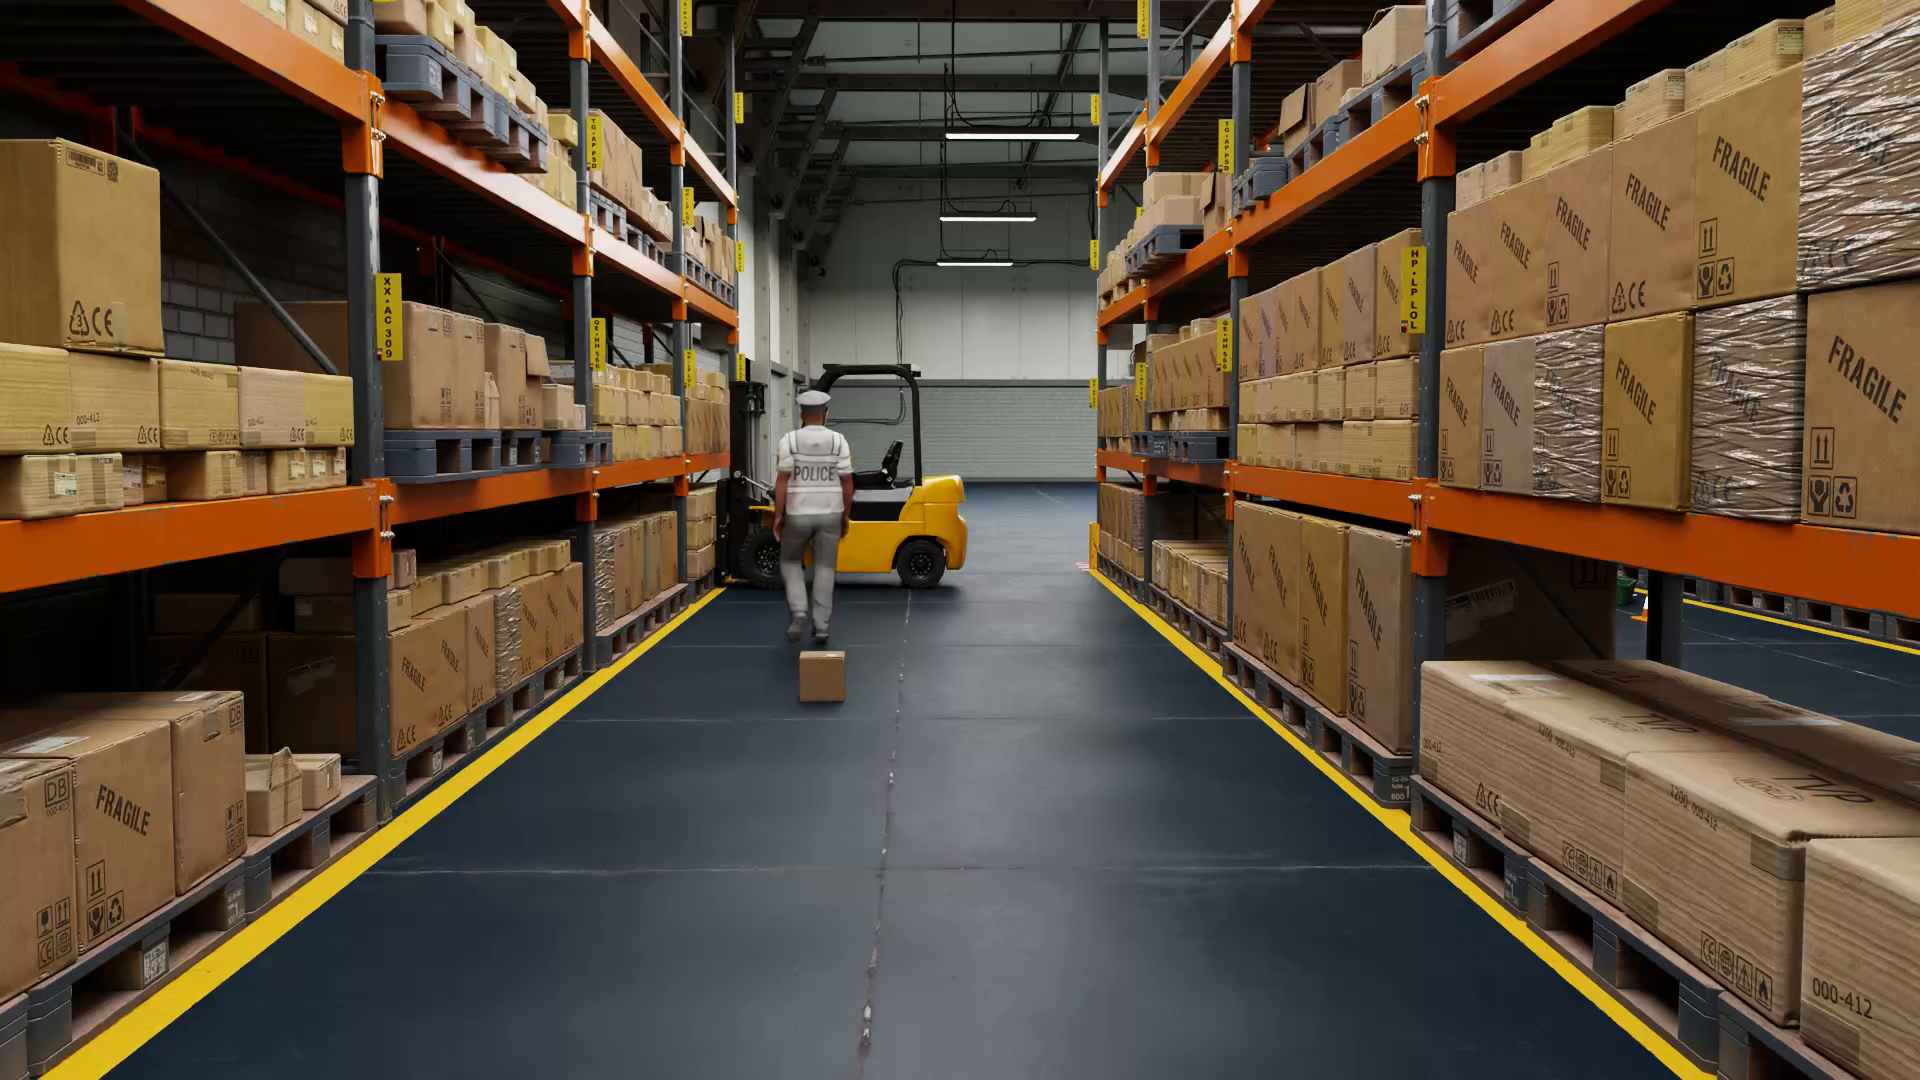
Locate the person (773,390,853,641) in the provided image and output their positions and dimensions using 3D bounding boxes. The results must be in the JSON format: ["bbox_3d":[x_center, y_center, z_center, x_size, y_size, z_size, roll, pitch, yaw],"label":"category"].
[{"bbox_3d":[-1.054,-0.154,11.899,0.573,1.827,0.475,-1,4,-8],"label":"person"}]
